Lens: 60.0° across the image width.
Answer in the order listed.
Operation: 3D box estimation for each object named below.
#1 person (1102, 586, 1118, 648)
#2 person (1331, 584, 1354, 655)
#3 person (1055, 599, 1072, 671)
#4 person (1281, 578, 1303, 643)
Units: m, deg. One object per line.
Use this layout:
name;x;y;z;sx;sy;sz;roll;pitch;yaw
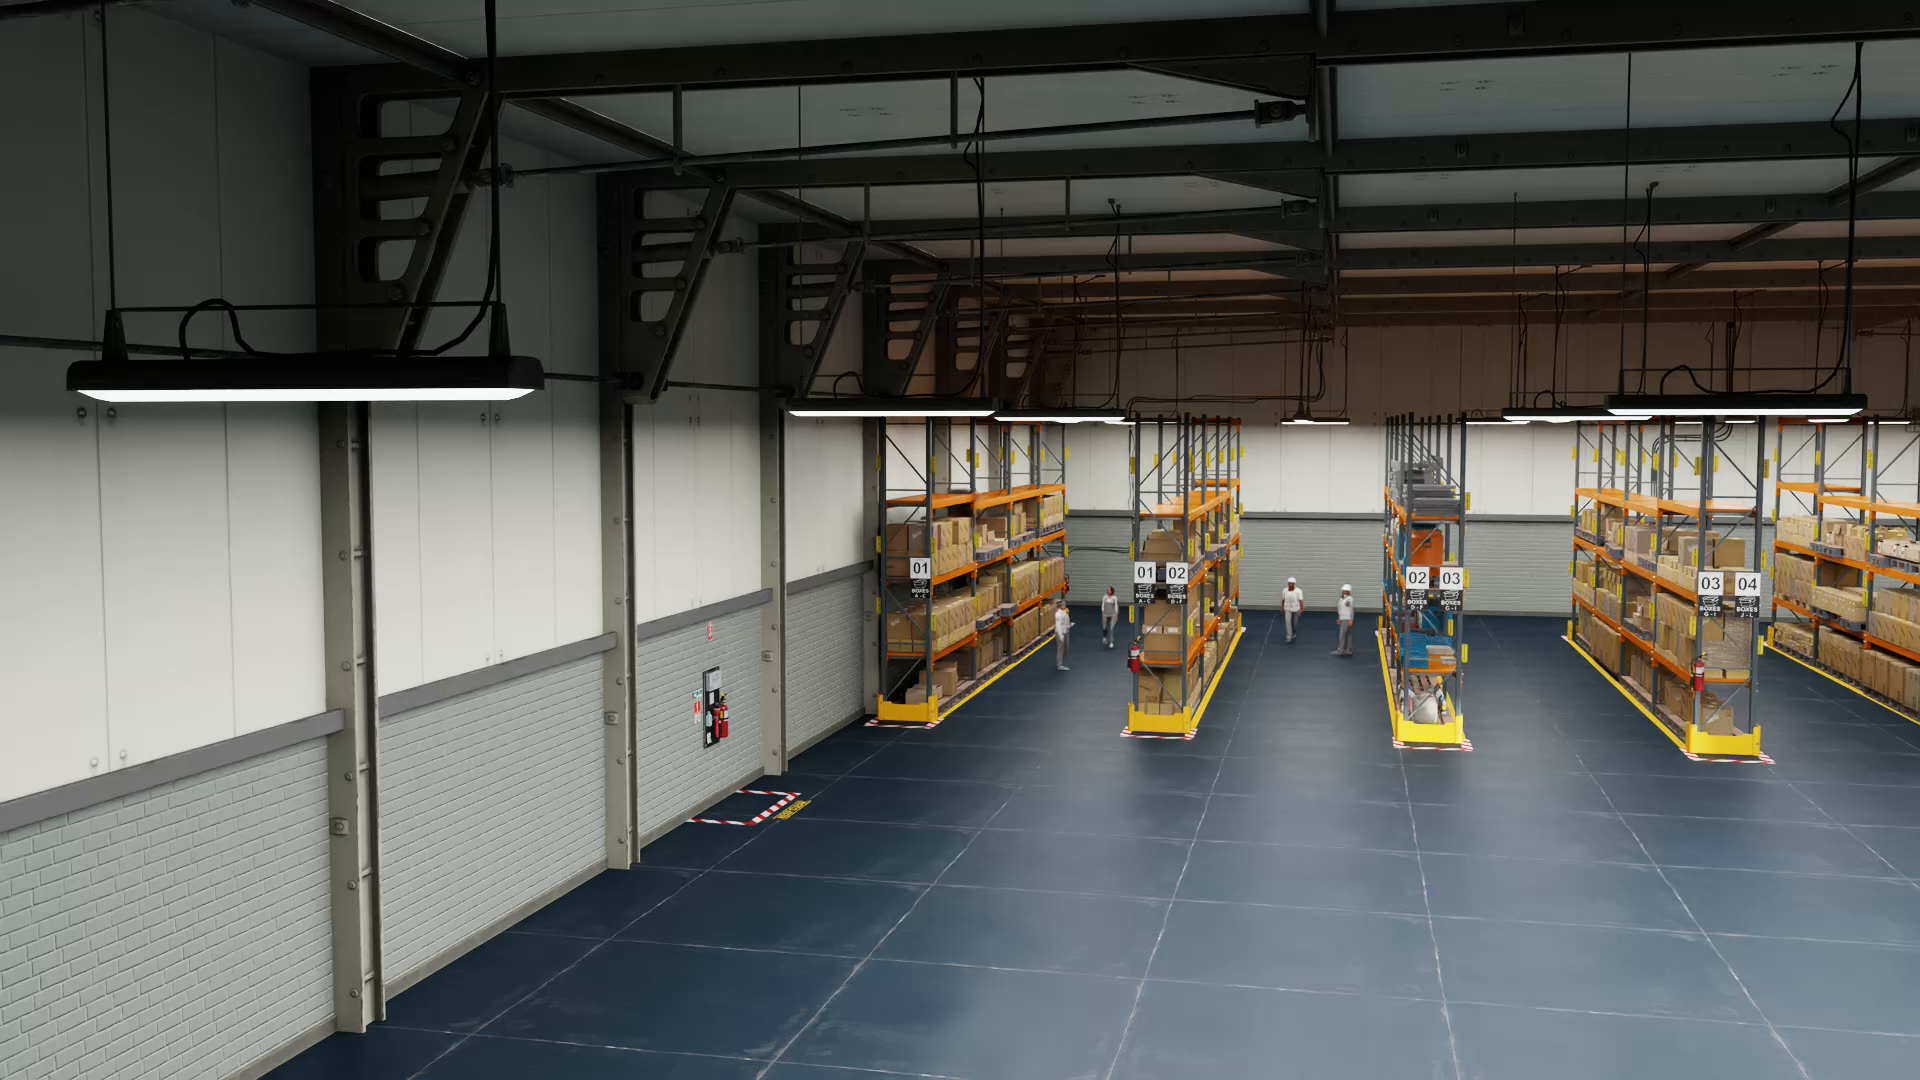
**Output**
person;3.910;1.991;43.301;0.430;1.590;0.479;0;4;7
person;9.642;1.997;41.979;0.615;1.763;0.551;0;4;3
person;2.453;2.234;39.287;0.387;1.707;0.570;2;4;25
person;8.874;1.866;44.428;0.566;1.724;1.080;1;4;9
